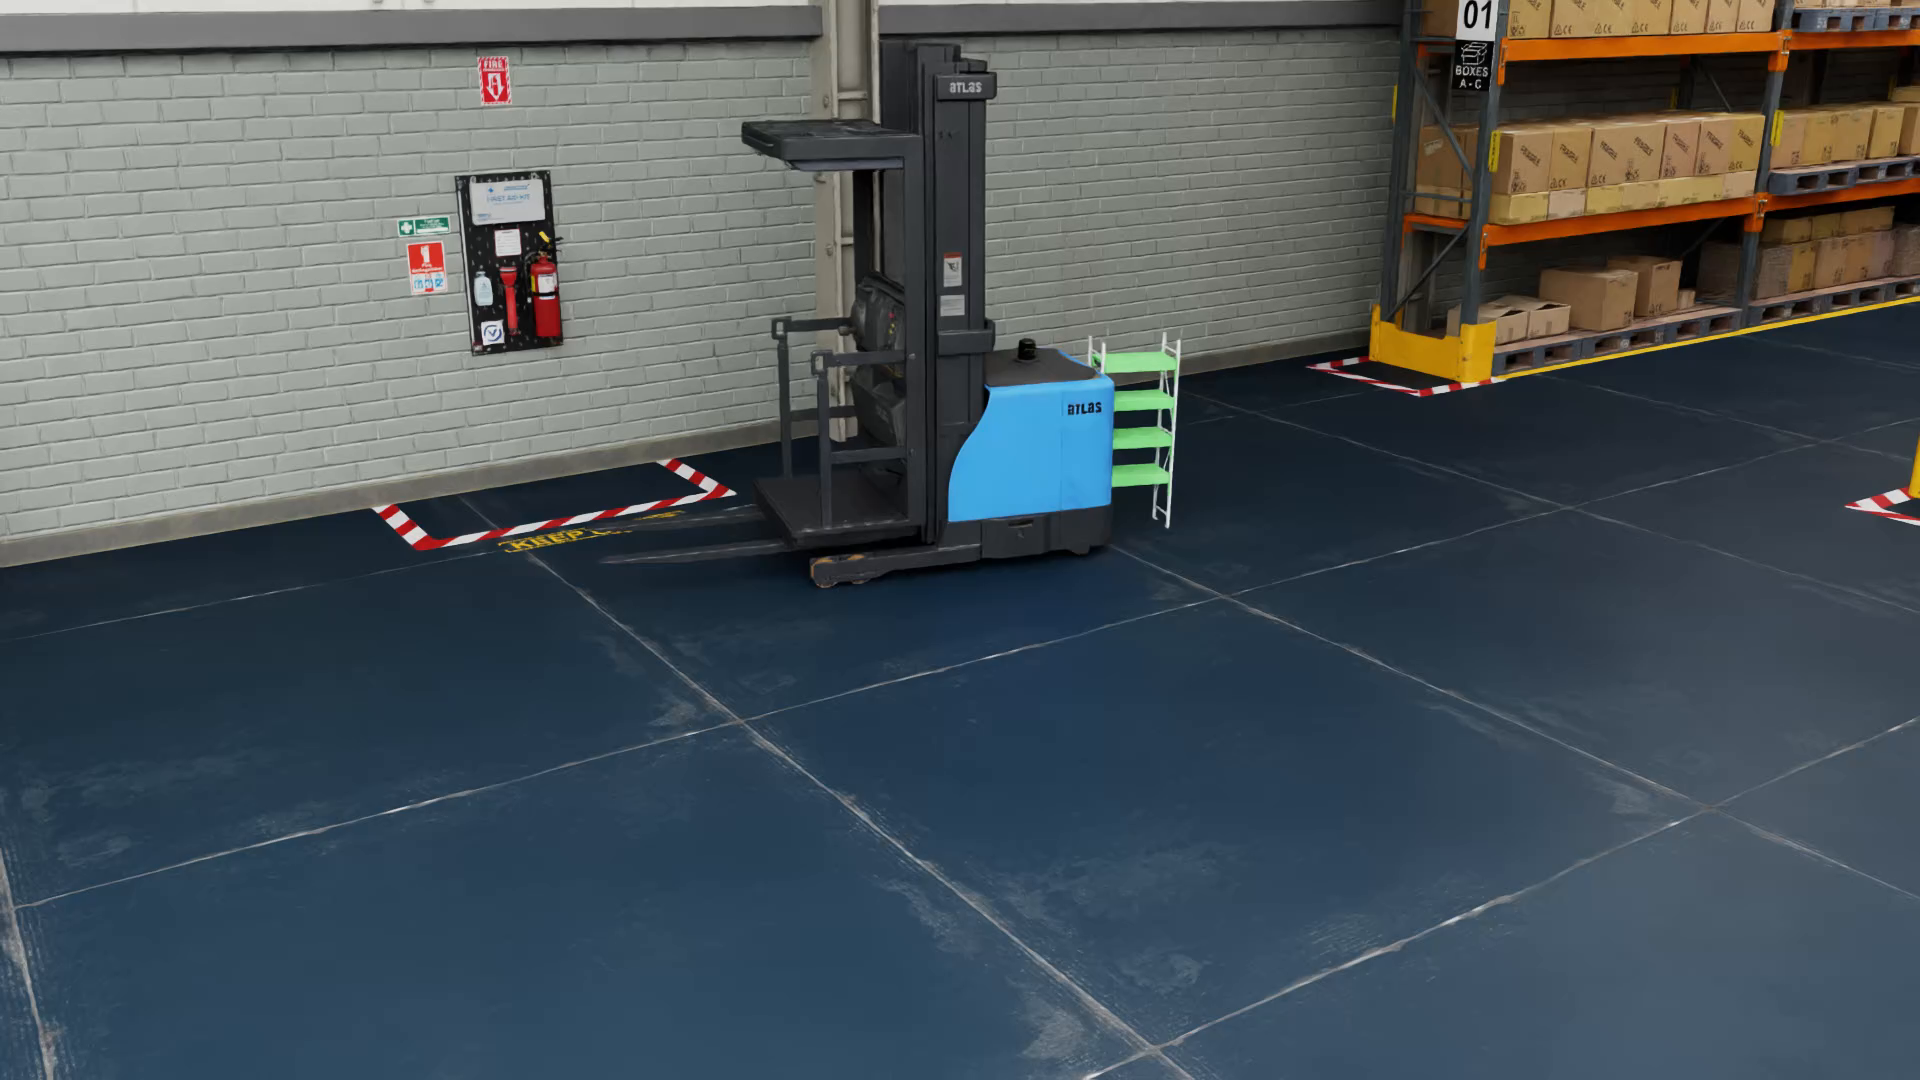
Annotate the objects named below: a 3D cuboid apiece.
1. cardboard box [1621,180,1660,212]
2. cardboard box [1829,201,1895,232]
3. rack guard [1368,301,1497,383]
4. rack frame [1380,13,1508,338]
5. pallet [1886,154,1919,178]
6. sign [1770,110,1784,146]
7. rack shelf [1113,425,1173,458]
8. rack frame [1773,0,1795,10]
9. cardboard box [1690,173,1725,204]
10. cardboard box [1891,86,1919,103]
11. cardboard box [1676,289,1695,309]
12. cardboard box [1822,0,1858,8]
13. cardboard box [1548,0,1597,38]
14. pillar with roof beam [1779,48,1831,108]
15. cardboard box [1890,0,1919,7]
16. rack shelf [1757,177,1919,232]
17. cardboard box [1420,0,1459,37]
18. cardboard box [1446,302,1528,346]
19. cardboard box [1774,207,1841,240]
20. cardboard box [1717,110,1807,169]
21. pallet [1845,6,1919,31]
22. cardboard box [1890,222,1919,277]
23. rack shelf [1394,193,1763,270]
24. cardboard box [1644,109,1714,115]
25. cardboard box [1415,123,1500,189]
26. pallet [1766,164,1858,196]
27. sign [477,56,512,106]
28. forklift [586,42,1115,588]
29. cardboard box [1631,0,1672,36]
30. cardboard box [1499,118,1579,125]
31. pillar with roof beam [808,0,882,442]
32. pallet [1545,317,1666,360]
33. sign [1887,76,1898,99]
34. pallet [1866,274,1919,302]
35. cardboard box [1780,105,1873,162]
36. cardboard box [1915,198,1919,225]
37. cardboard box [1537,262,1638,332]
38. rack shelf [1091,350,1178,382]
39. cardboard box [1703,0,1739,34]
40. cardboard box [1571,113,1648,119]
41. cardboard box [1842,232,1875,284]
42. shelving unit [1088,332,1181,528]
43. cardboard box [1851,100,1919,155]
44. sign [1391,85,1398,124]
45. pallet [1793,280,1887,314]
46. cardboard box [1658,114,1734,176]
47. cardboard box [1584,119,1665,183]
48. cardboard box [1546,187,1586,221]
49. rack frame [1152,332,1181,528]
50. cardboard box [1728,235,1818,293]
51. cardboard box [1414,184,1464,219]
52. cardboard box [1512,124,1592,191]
[{"bbox_3d":[5.945,-3.139,15.048,0.500,0.250,0.500,-12,22,-31],"label":"cardboard box"},{"bbox_3d":[9.684,-3.492,17.934,0.500,0.250,0.500,-11,22,-30],"label":"cardboard box"},{"bbox_3d":[4.149,-1.757,14.660,0.348,0.500,1.175,-12,22,-31],"label":"rack guard"},{"bbox_3d":[4.085,-2.927,14.220,0.127,3.000,1.000,-12,22,-31],"label":"rack frame"},{"bbox_3d":[10.230,-4.092,17.964,1.003,0.211,1.213,-12,22,-31],"label":"pallet"},{"bbox_3d":[7.731,-3.898,15.740,0.005,0.325,0.100,-12,22,-31],"label":"sign"},{"bbox_3d":[1.052,-0.602,10.336,0.480,0.148,0.258,-4,19,-16],"label":"rack shelf"},{"bbox_3d":[7.426,-6.474,15.344,0.127,3.000,1.000,-12,22,-31],"label":"rack frame"},{"bbox_3d":[6.777,-3.320,15.586,0.500,0.250,0.500,-12,22,-31],"label":"cardboard box"},{"bbox_3d":[10.235,-4.770,17.815,0.250,0.149,0.380,-17,25,-40],"label":"cardboard box"},{"bbox_3d":[6.996,-2.396,16.385,0.250,0.166,0.380,-16,24,-38],"label":"cardboard box"},{"bbox_3d":[8.441,-5.393,16.313,0.500,0.311,0.500,-11,22,-30],"label":"cardboard box"},{"bbox_3d":[4.970,-4.482,13.949,0.500,0.500,0.500,-10,21,-28],"label":"cardboard box"},{"bbox_3d":[11.573,-6.029,14.029,0.400,9.000,9.100,-12,22,-31],"label":"pillar with roof beam"},{"bbox_3d":[9.633,-5.612,17.286,0.637,0.503,0.797,-9,20,-24],"label":"cardboard box"},{"bbox_3d":[9.096,-3.643,17.462,4.000,0.370,1.077,-12,22,-31],"label":"rack shelf"},{"bbox_3d":[4.295,-4.546,14.138,0.500,0.500,0.500,-10,21,-28],"label":"cardboard box"},{"bbox_3d":[4.713,-1.960,14.870,0.500,0.311,0.500,-15,24,-37],"label":"cardboard box"},{"bbox_3d":[8.830,-3.317,17.417,0.500,0.250,0.500,-13,22,-33],"label":"cardboard box"},{"bbox_3d":[7.870,-3.968,16.456,0.500,0.500,0.700,-12,22,-31],"label":"cardboard box"},{"bbox_3d":[8.865,-5.228,16.634,1.003,0.211,1.213,-12,22,-31],"label":"pallet"},{"bbox_3d":[10.194,-3.220,18.302,0.500,0.500,0.700,-12,22,-31],"label":"cardboard box"},{"bbox_3d":[5.756,-2.939,15.378,4.000,0.370,1.077,-12,22,-31],"label":"rack shelf"},{"bbox_3d":[6.919,-3.899,16.126,0.500,0.500,0.500,-13,22,-33],"label":"cardboard box"},{"bbox_3d":[4.362,-3.361,14.535,0.500,0.500,0.500,-12,22,-32],"label":"cardboard box"},{"bbox_3d":[8.144,-3.637,16.618,1.213,0.211,1.003,-12,22,-31],"label":"pallet"},{"bbox_3d":[-2.963,-2.924,10.589,0.199,0.298,0.001,-12,22,-31],"label":"sign"},{"bbox_3d":[-0.657,-1.305,9.529,3.031,2.935,1.130,-6,20,-17],"label":"forklift"},{"bbox_3d":[5.838,-4.675,14.518,0.500,0.500,0.500,-10,21,-28],"label":"cardboard box"},{"bbox_3d":[5.217,-3.539,15.062,0.500,0.500,0.500,-13,22,-33],"label":"cardboard box"},{"bbox_3d":[1.551,-3.916,7.777,0.400,9.000,9.100,-12,22,-31],"label":"pillar with roof beam"},{"bbox_3d":[5.865,-1.967,15.734,1.213,0.211,1.003,-12,22,-31],"label":"pallet"},{"bbox_3d":[10.459,-5.033,18.640,0.005,0.325,0.100,-12,22,-31],"label":"sign"},{"bbox_3d":[10.113,-2.878,18.429,1.213,0.211,1.003,-12,22,-31],"label":"pallet"},{"bbox_3d":[8.873,-4.189,17.109,0.500,0.500,0.700,-9,21,-24],"label":"cardboard box"},{"bbox_3d":[11.453,-3.612,18.945,0.750,0.750,0.750,-12,22,-32],"label":"cardboard box"},{"bbox_3d":[5.829,-2.266,15.479,0.500,0.500,0.700,-14,23,-35],"label":"cardboard box"},{"bbox_3d":[1.061,-1.058,10.185,0.480,0.148,0.258,-4,19,-16],"label":"rack shelf"},{"bbox_3d":[6.711,-4.869,15.093,0.500,0.500,0.500,-14,23,-36],"label":"cardboard box"},{"bbox_3d":[6.065,-3.722,15.604,0.500,0.500,0.500,-11,22,-30],"label":"cardboard box"},{"bbox_3d":[9.301,-3.065,17.844,0.500,0.500,0.700,-12,22,-32],"label":"cardboard box"},{"bbox_3d":[1.053,-0.663,10.316,0.503,1.200,0.258,-4,19,-16],"label":"shelving unit"},{"bbox_3d":[9.928,-4.401,17.737,0.500,0.500,0.700,-14,23,-36],"label":"cardboard box"},{"bbox_3d":[3.797,-3.778,14.434,0.005,0.325,0.100,-12,22,-31],"label":"sign"},{"bbox_3d":[9.095,-2.665,17.797,1.213,0.211,1.003,-12,22,-31],"label":"pallet"},{"bbox_3d":[6.788,-3.670,15.450,0.500,0.500,0.500,-12,22,-32],"label":"cardboard box"},{"bbox_3d":[5.927,-3.493,14.924,0.500,0.500,0.500,-11,22,-30],"label":"cardboard box"},{"bbox_3d":[5.093,-2.962,14.526,0.500,0.250,0.500,-13,22,-33],"label":"cardboard box"},{"bbox_3d":[1.287,-0.680,10.383,0.015,1.200,0.240,-4,19,-16],"label":"rack frame"},{"bbox_3d":[8.436,-2.895,17.340,0.500,0.500,0.700,-12,22,-32],"label":"cardboard box"},{"bbox_3d":[4.369,-3.000,14.638,0.500,0.250,0.500,-12,22,-31],"label":"cardboard box"},{"bbox_3d":[5.068,-3.309,14.382,0.500,0.500,0.500,-12,22,-31],"label":"cardboard box"}]
